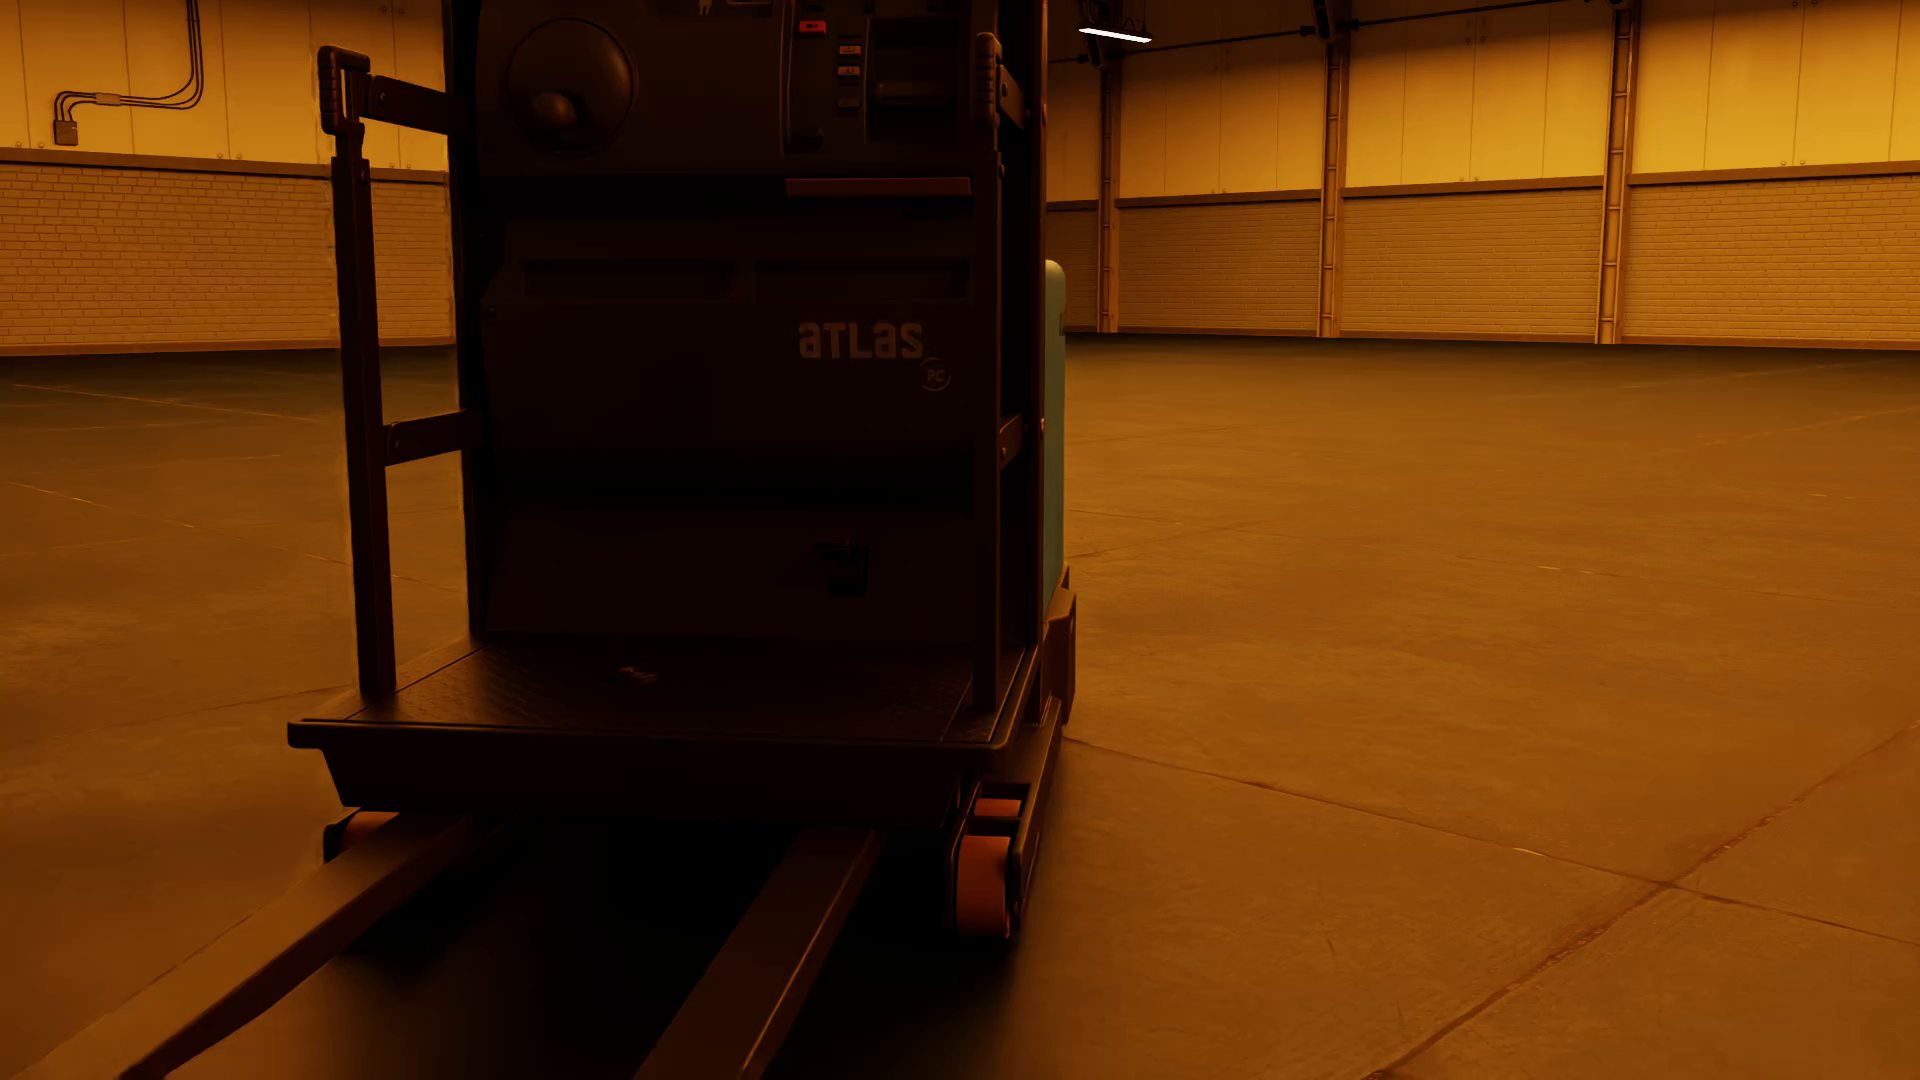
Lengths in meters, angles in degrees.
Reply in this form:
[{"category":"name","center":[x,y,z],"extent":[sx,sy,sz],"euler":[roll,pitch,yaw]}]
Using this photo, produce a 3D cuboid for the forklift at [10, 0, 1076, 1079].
[{"category":"forklift","center":[-0.418,-0.881,2.723],"extent":[1.130,2.935,3.031],"euler":[1,9,7]}]
